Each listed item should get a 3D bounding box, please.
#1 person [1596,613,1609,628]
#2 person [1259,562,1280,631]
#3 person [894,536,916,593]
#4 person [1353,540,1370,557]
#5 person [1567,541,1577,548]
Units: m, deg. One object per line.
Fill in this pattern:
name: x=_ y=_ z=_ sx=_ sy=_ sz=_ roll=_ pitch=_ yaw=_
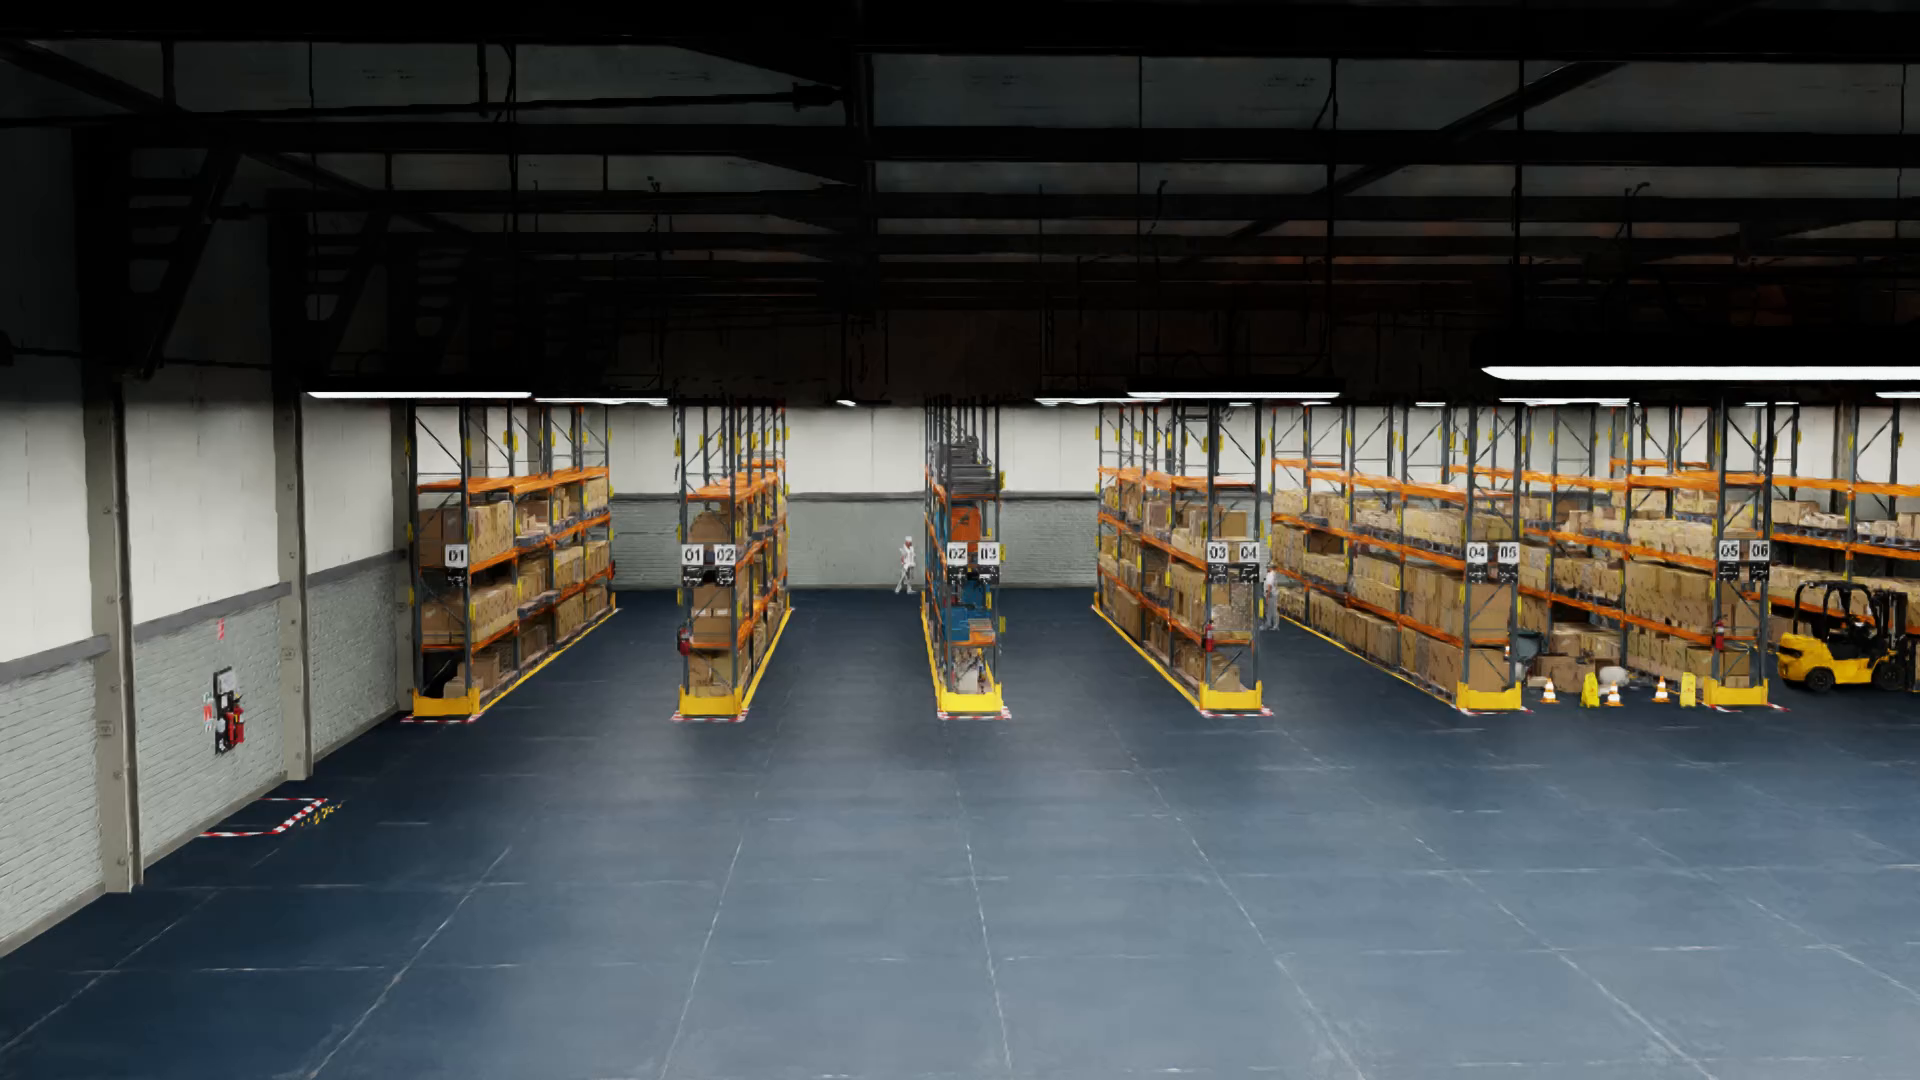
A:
person: x=16.338 y=1.528 z=42.461 sx=0.543 sy=1.656 sz=0.572 roll=2 pitch=5 yaw=29
person: x=7.988 y=1.443 z=42.929 sx=0.600 sy=1.743 sz=0.649 roll=1 pitch=5 yaw=16
person: x=-1.710 y=0.773 z=51.490 sx=0.488 sy=1.781 sz=0.718 roll=4 pitch=6 yaw=40
person: x=12.631 y=0.719 z=52.223 sx=0.622 sy=1.770 sz=0.604 roll=3 pitch=5 yaw=33
person: x=18.600 y=0.883 z=50.310 sx=0.612 sy=1.762 sz=0.590 roll=-3 pitch=5 yaw=-35
